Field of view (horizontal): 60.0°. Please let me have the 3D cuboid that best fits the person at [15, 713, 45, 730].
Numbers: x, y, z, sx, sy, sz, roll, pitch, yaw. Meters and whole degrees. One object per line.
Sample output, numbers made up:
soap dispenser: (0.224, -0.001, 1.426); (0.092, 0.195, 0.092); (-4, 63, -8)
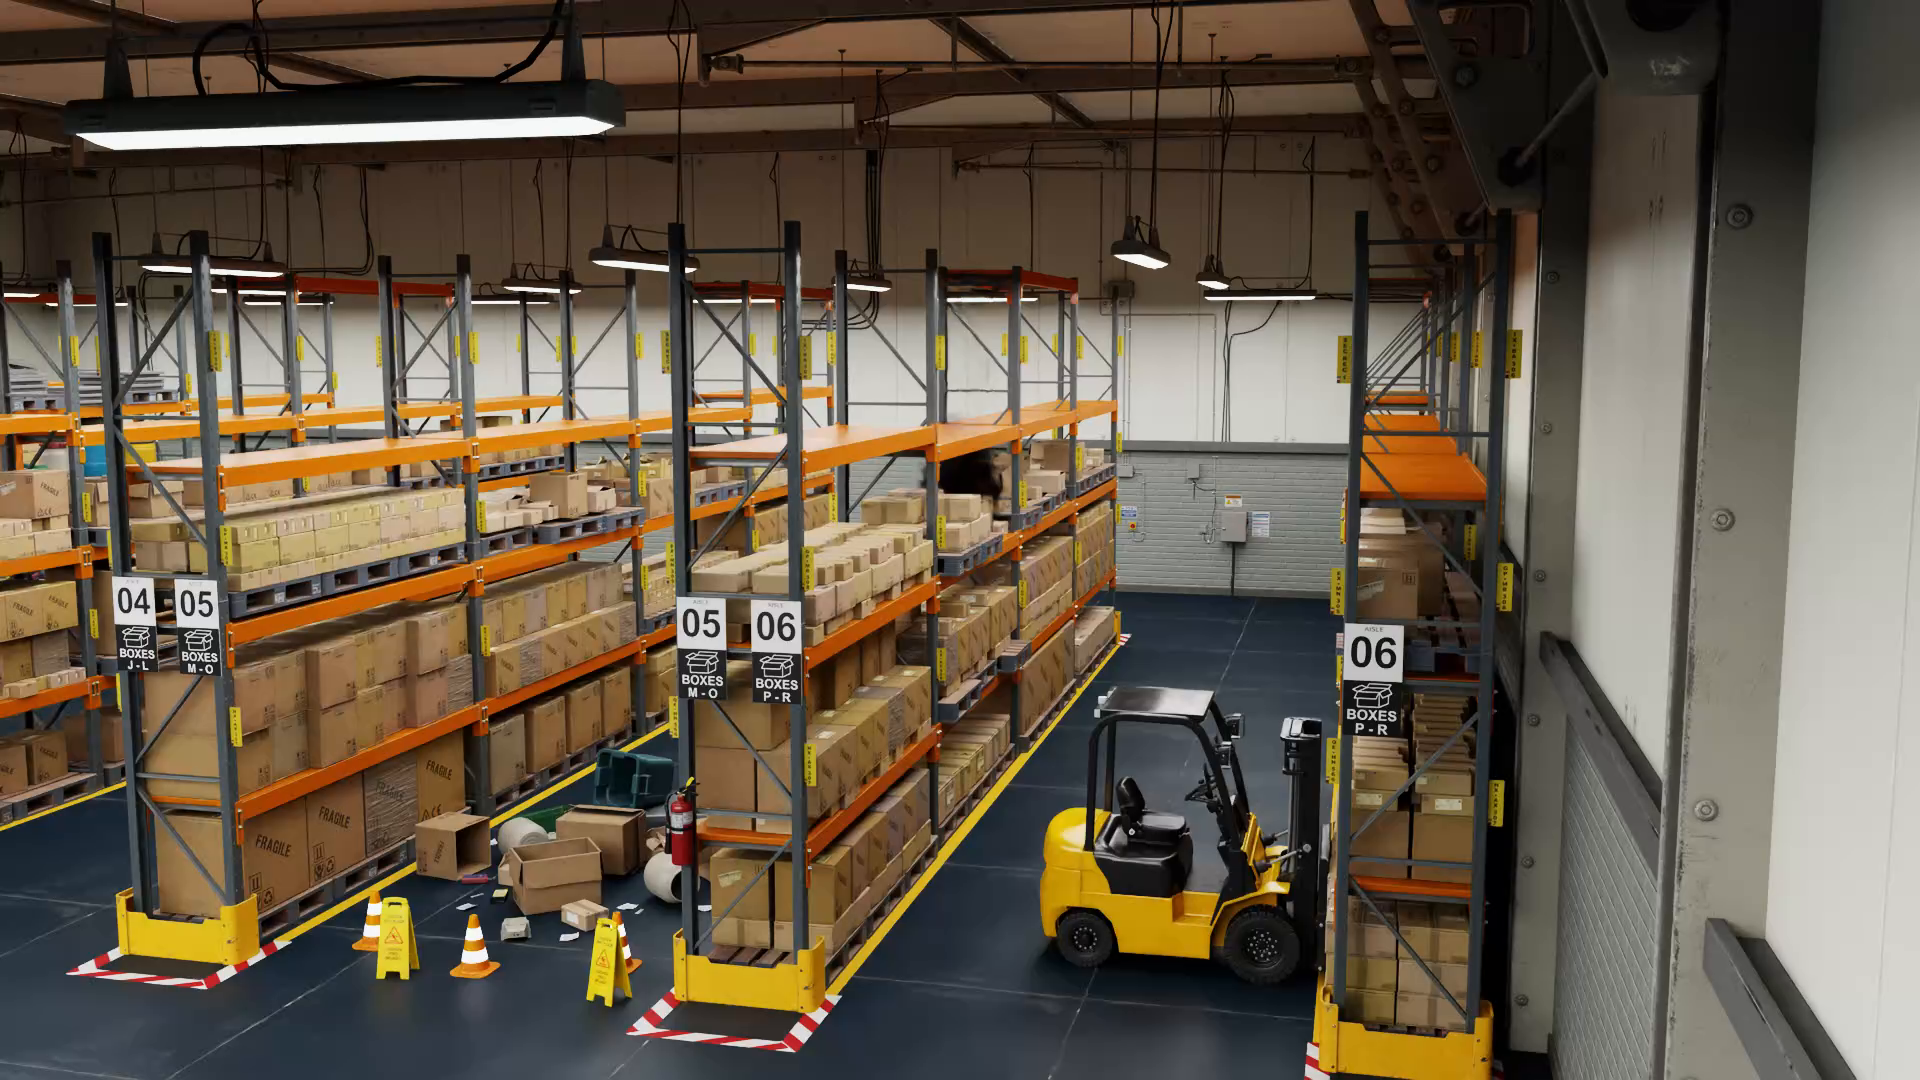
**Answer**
person: (-11.544, 1.781, 20.535); (0.661, 1.748, 0.659); (2, 7, 16)
